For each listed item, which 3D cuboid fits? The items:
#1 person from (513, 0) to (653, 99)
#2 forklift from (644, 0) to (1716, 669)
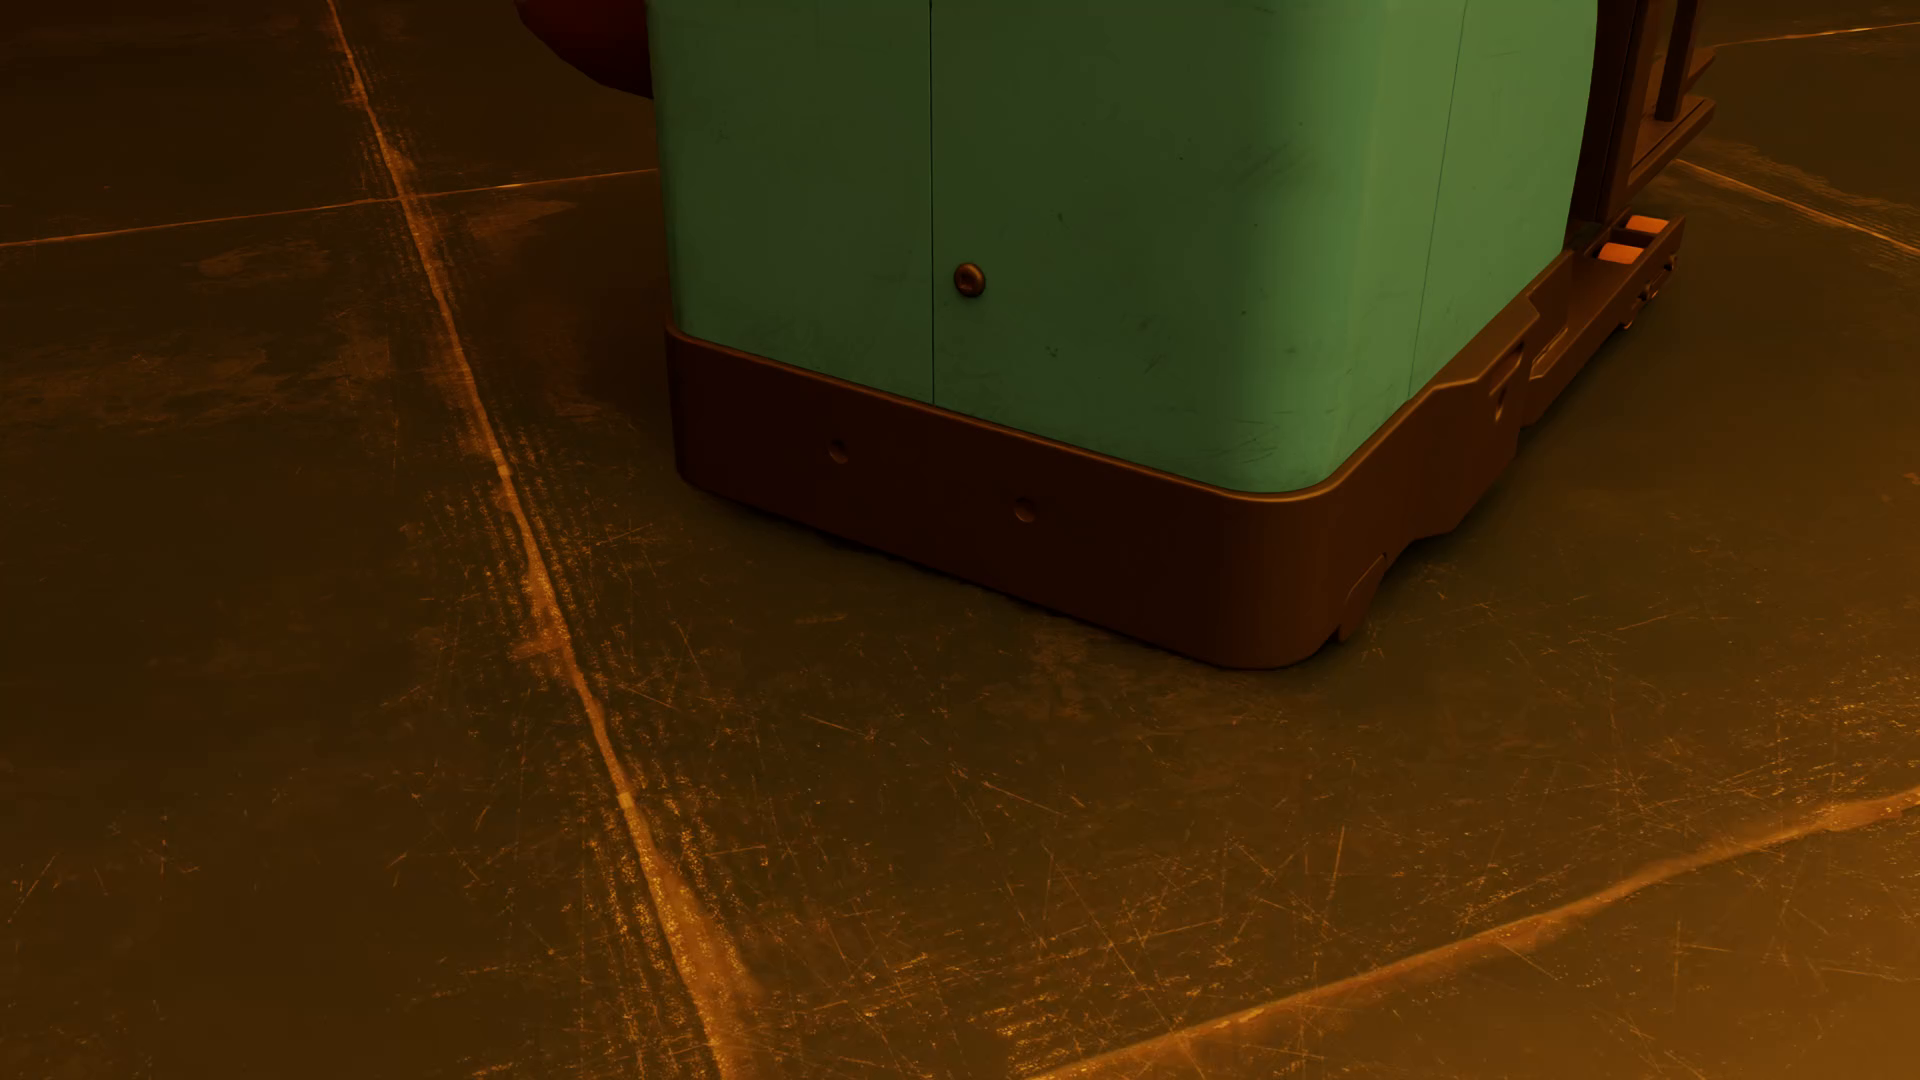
[{"bbox_3d":[-0.307,-0.987,2.706,0.904,1.557,0.862,-2,30,-4],"label":"person"},{"bbox_3d":[0.799,-1.796,2.692,1.130,2.935,3.031,18,34,29],"label":"forklift"}]
